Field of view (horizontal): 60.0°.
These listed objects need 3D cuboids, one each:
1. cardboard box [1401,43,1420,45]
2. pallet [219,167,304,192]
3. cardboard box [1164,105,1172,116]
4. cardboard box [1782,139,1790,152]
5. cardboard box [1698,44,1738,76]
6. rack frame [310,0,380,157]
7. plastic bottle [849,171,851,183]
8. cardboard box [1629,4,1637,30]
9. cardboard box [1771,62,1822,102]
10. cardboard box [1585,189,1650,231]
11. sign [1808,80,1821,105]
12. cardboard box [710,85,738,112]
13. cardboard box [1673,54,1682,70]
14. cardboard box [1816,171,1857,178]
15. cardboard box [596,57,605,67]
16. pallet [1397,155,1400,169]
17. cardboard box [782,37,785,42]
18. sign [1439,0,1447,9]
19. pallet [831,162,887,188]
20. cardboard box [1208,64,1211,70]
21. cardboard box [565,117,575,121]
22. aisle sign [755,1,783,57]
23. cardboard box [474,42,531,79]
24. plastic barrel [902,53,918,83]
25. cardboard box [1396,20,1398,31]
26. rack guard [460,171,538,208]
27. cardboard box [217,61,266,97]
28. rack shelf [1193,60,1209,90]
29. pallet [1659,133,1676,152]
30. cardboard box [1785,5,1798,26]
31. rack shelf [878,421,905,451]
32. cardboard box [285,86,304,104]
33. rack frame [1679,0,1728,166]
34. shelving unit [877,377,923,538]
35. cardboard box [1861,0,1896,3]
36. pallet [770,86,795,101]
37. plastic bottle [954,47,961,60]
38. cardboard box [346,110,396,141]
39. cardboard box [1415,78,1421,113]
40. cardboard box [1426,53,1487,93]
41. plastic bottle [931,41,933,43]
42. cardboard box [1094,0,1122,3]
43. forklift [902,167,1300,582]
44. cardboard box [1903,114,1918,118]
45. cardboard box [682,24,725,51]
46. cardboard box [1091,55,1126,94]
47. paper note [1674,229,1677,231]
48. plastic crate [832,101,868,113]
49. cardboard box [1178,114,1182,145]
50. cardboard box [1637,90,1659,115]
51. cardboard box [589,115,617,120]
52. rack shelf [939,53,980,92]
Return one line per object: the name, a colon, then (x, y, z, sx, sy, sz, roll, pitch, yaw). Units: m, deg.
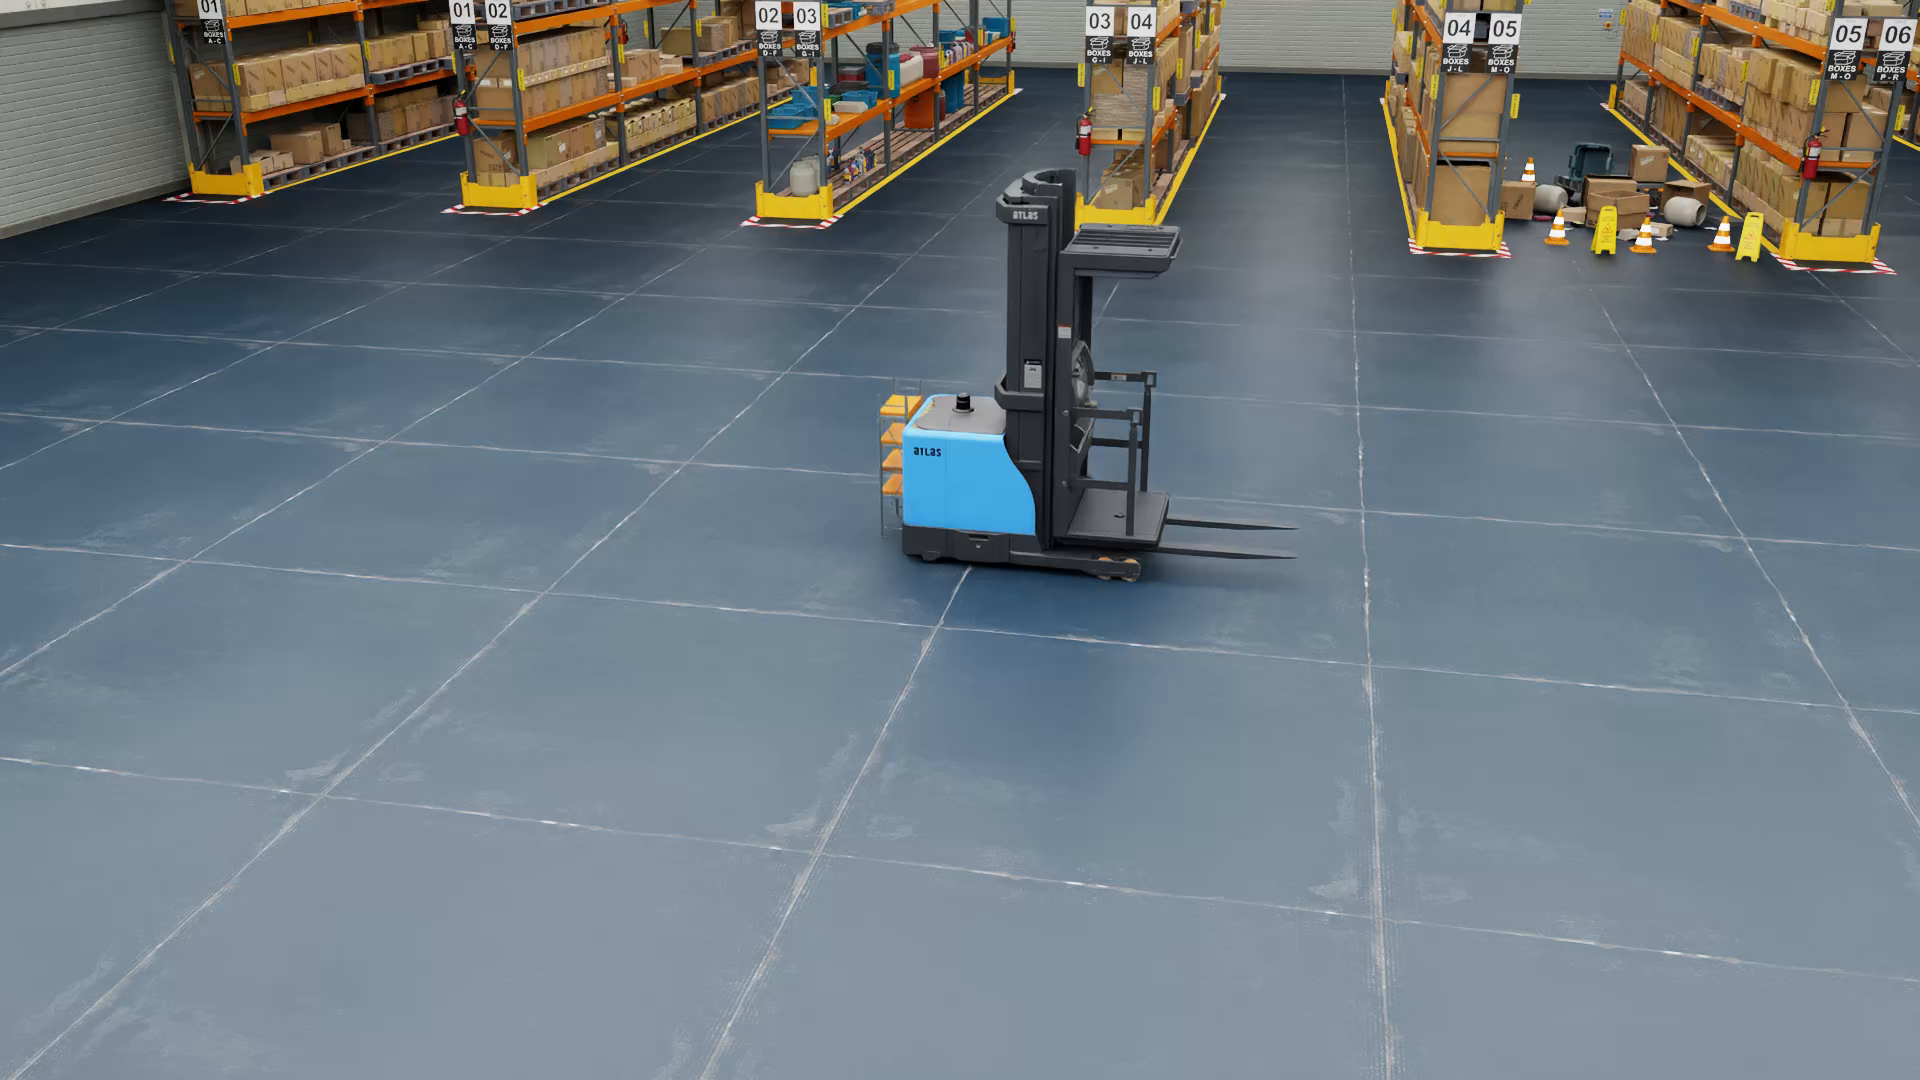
cardboard box: (8.534, -9.302, 31.443, 0.380, 0.149, 0.250, 5, 23, 13)
pallet: (-12.023, -6.197, 28.487, 1.003, 0.211, 1.213, 4, 22, 11)
cardboard box: (3.256, -7.003, 27.093, 0.380, 0.149, 0.250, 4, 22, 11)
cardboard box: (11.916, -5.606, 23.624, 0.380, 0.149, 0.250, 5, 22, 12)
cardboard box: (13.324, -8.438, 29.225, 0.500, 0.500, 0.500, 4, 22, 9)
rack frame: (-11.423, -8.631, 30.799, 1.000, 3.000, 0.127, 4, 22, 11)
plastic bottle: (-1.844, -5.996, 27.413, 0.097, 0.201, 0.097, 0, 22, 0)
cardboard box: (14.799, -11.298, 35.949, 0.500, 0.500, 0.500, 4, 22, 9)
cardboard box: (12.014, -6.510, 23.663, 0.700, 0.500, 0.500, 4, 22, 10)
cardboard box: (9.890, -4.957, 25.019, 0.797, 0.503, 0.637, -11, 25, -26)
sign: (11.471, -6.013, 22.326, 0.100, 0.325, 0.005, 4, 22, 11)
cardboard box: (-5.074, -9.473, 35.647, 0.500, 0.500, 0.500, 4, 22, 9)
cardboard box: (13.678, -8.941, 31.100, 0.500, 0.250, 0.500, 4, 22, 10)
cardboard box: (12.552, -5.021, 23.951, 0.500, 0.500, 0.500, 4, 22, 9)
cardboard box: (-6.471, -8.396, 29.213, 0.380, 0.149, 0.250, 4, 22, 10)
pallet: (8.541, -6.970, 30.407, 1.003, 0.211, 1.213, 4, 22, 11)
cardboard box: (-4.364, -11.763, 38.441, 0.500, 0.500, 0.500, 4, 22, 11)
sign: (6.615, -7.432, 22.728, 0.100, 0.325, 0.005, 4, 22, 11)
pallet: (-1.902, -6.340, 28.843, 1.003, 0.211, 1.213, 4, 22, 11)
cardboard box: (4.970, -9.868, 36.153, 0.875, 0.875, 0.875, 4, 22, 11)
cardboard box: (-7.068, -7.193, 29.342, 0.500, 0.500, 0.500, 4, 22, 11)
aisle sign: (-2.846, -7.615, 24.797, 0.394, 0.787, 0.004, 4, 22, 11)
cardboard box: (-7.270, -7.629, 26.441, 0.700, 0.500, 0.500, 5, 22, 11)
plastic barrel: (-0.995, -8.844, 31.178, 0.421, 0.512, 0.421, 0, 22, 0)
cardboard box: (9.962, -11.315, 36.932, 0.500, 0.500, 0.500, 5, 22, 11)
rack guard: (-7.394, -5.623, 26.677, 1.175, 0.500, 0.348, 4, 22, 11)
cardboard box: (-11.847, -7.607, 27.427, 0.500, 0.500, 0.500, 4, 22, 11)
rack shelf: (4.349, -9.359, 33.569, 1.077, 0.370, 4.000, 4, 22, 11)
pallet: (14.128, -7.639, 32.070, 1.003, 0.211, 1.213, 4, 22, 11)
cardboard box: (12.156, -7.506, 23.793, 0.500, 0.250, 0.500, 5, 22, 11)
rack shelf: (-0.473, -0.803, 13.351, 0.258, 0.148, 0.480, 4, 22, 11)
cardboard box: (-11.627, -7.639, 28.510, 0.500, 0.250, 0.500, 4, 22, 10)
rack frame: (13.642, -8.205, 29.743, 1.000, 3.000, 0.127, 4, 22, 11)
shelving unit: (-0.472, -0.658, 13.409, 0.258, 1.200, 0.503, 4, 22, 11)
cardboard box: (12.553, -7.305, 22.761, 0.380, 0.149, 0.250, 4, 22, 11)
pallet: (-4.552, -10.585, 39.385, 1.003, 0.211, 1.213, 4, 22, 11)
plastic bottle: (-0.061, -10.208, 34.880, 0.152, 0.276, 0.135, 4, 22, 11)
cardboard box: (-11.289, -7.946, 31.855, 0.700, 0.500, 0.500, 5, 23, 13)
cardboard box: (7.804, -7.341, 27.461, 0.500, 0.500, 0.500, 4, 22, 11)
cardboard box: (7.607, -7.124, 25.411, 0.875, 0.550, 0.550, 4, 22, 11)
plastic bottle: (-0.611, -10.597, 35.837, 0.061, 0.283, 0.133, 4, 22, 11)
cardboard box: (2.204, -7.955, 24.774, 0.380, 0.149, 0.250, 5, 22, 11)
forklift: (1.117, -1.262, 12.595, 3.031, 2.935, 1.130, 5, 22, 11)
cardboard box: (19.218, -8.575, 33.757, 0.396, 0.266, 0.258, 5, 23, 13)
cardboard box: (-5.365, -10.517, 34.787, 0.700, 0.500, 0.500, 9, 24, 21)
cardboard box: (2.179, -6.903, 24.639, 0.500, 0.500, 0.500, 4, 22, 11)
paper note: (10.712, -4.643, 24.898, 0.032, 0.001, 0.123, 4, 22, 11)
plastic crate: (-1.808, -7.140, 27.450, 0.530, 0.136, 0.437, 4, 22, 11)
cardboard box: (3.824, -7.759, 31.391, 0.700, 0.500, 0.500, 3, 22, 8)
cardboard box: (14.874, -9.224, 35.138, 0.875, 0.438, 0.875, 4, 22, 9)
cardboard box: (-6.671, -7.795, 31.091, 0.500, 0.311, 0.500, 5, 22, 12)
rack shelf: (-0.500, -9.736, 34.507, 1.077, 0.370, 4.000, 4, 22, 11)
